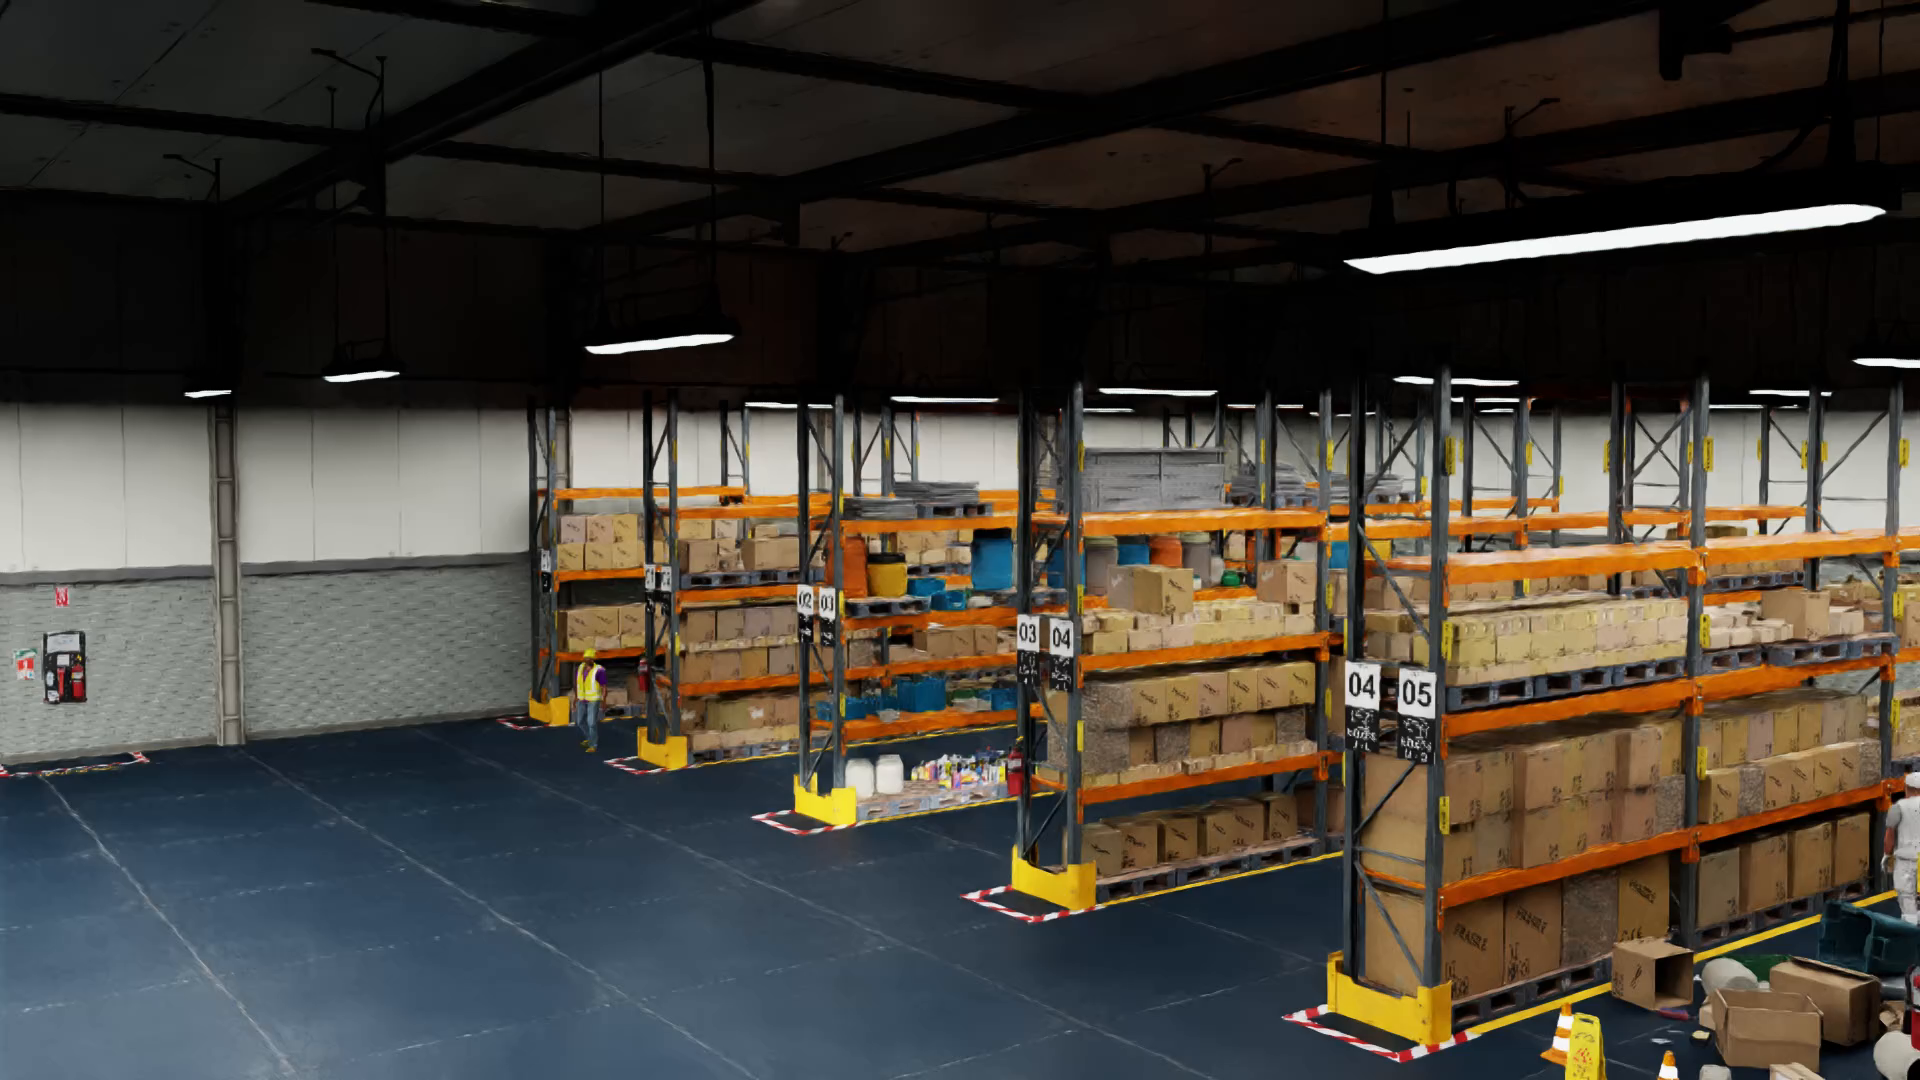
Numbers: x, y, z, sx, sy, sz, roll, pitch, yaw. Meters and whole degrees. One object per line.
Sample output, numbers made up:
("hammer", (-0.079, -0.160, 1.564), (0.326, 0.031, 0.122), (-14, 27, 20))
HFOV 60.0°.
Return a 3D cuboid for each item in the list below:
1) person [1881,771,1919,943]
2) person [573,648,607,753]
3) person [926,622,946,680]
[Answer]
("person", (9.751, 3.249, 17.020), (0.653, 1.785, 0.577), (0, 3, -4))
("person", (-6.153, 2.656, 27.736), (0.610, 1.750, 0.578), (1, 4, 19))
("person", (-0.434, 2.286, 33.631), (0.492, 1.764, 0.626), (2, 4, 29))
